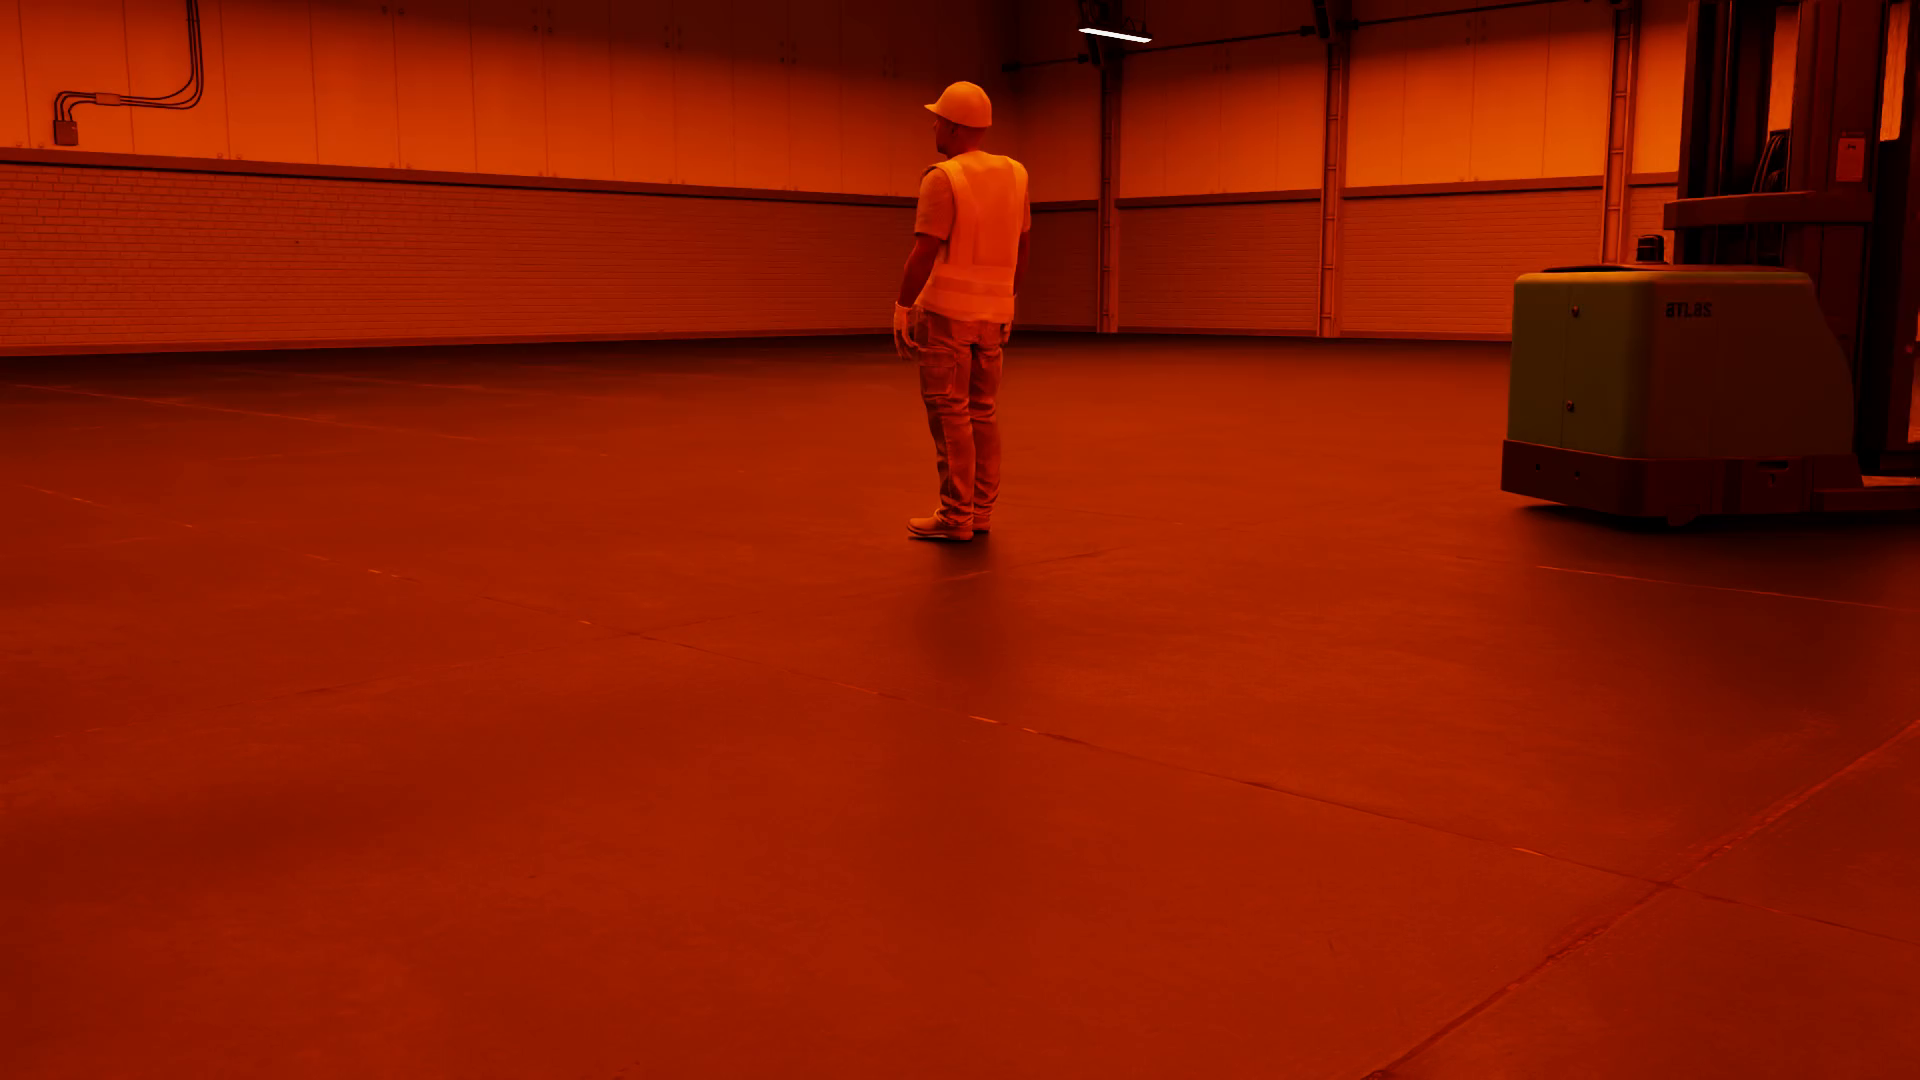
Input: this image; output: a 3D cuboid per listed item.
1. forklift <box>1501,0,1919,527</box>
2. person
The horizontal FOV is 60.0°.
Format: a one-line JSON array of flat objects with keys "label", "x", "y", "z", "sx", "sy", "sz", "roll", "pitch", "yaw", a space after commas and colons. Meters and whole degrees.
[{"label": "forklift", "x": 4.103, "y": -1.596, "z": 7.471, "sx": 3.031, "sy": 2.935, "sz": 1.130, "roll": -2, "pitch": 9, "yaw": -13}, {"label": "person", "x": -0.046, "y": -0.895, "z": 6.640, "sx": 0.575, "sy": 1.779, "sz": 0.657, "roll": 8, "pitch": 12, "yaw": 43}]
